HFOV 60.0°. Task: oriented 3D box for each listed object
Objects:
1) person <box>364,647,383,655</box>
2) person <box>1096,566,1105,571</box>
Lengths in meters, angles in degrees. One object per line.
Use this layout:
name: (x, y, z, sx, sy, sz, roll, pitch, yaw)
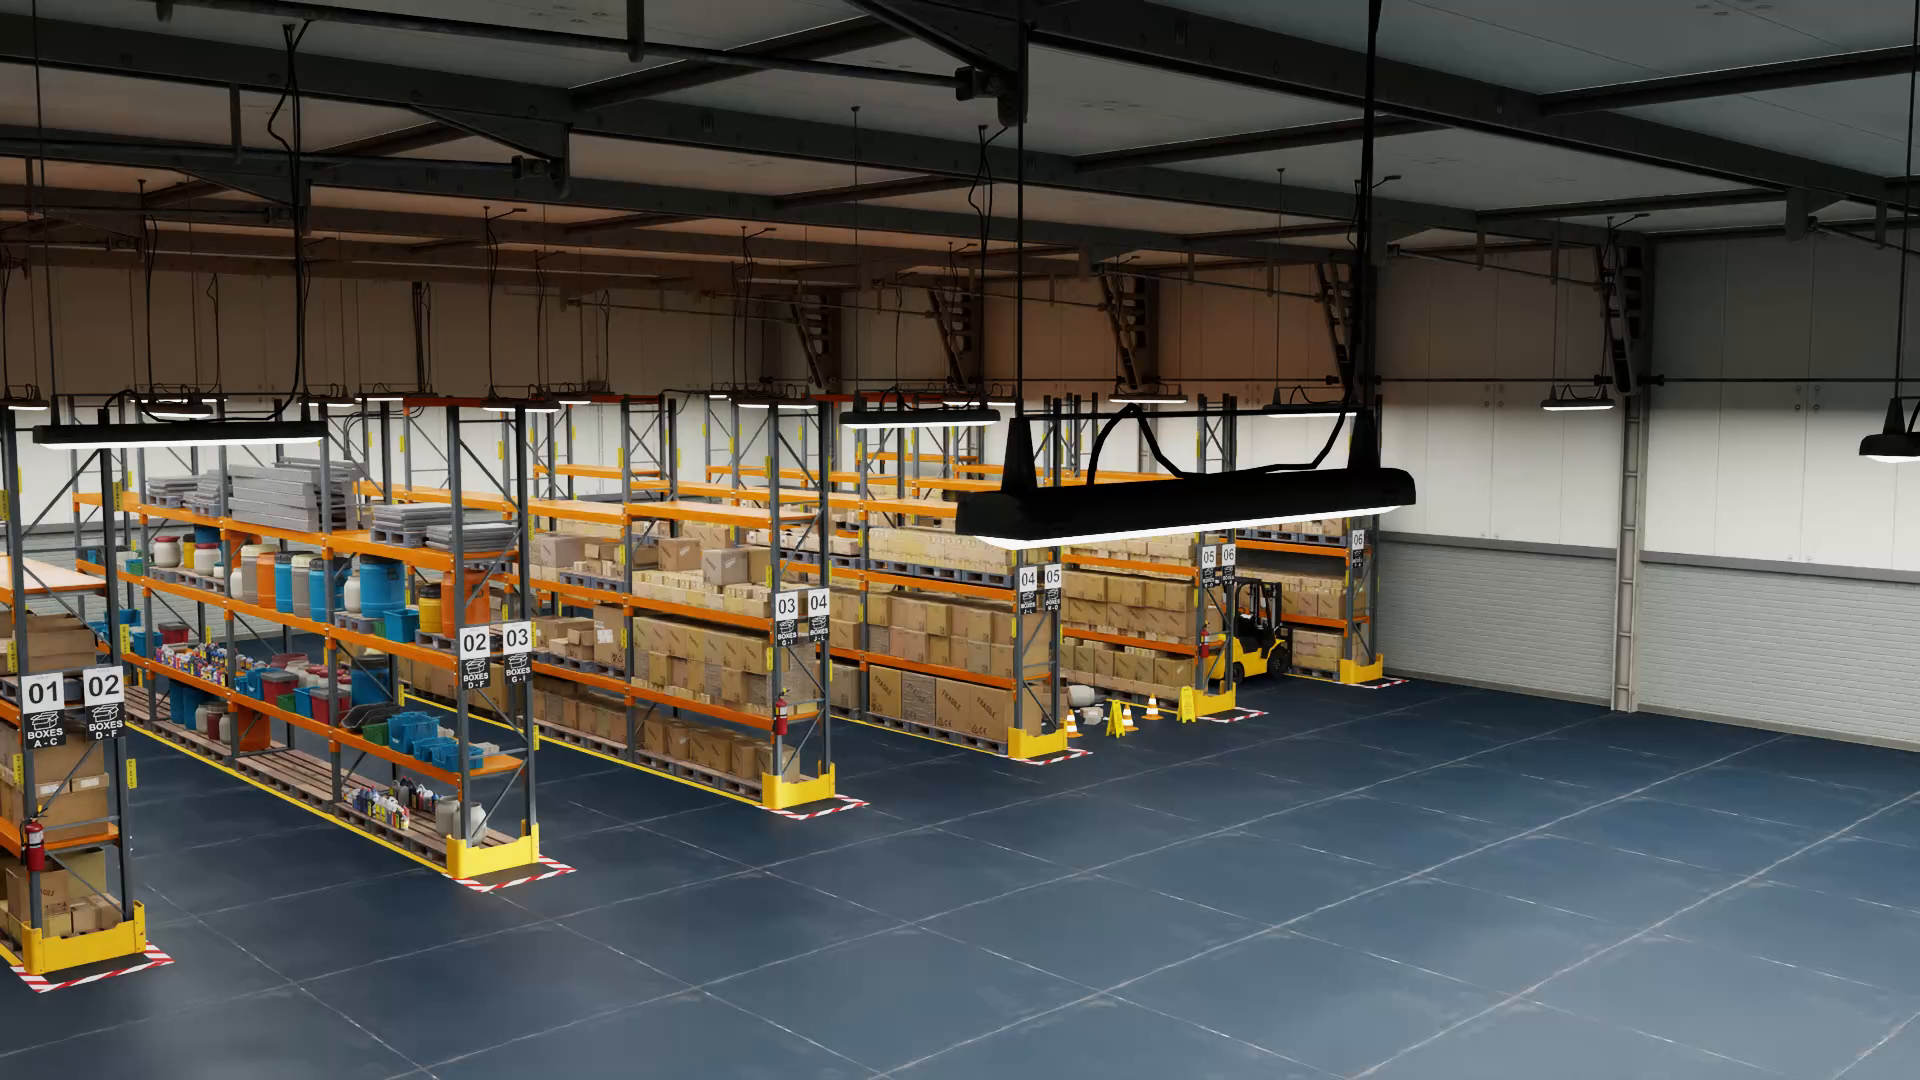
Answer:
person: (-10.807, 2.538, 30.847, 1.012, 1.622, 0.584, 5, 8, 44)
person: (3.176, 1.498, 38.084, 0.548, 1.873, 0.640, 4, 7, 34)
